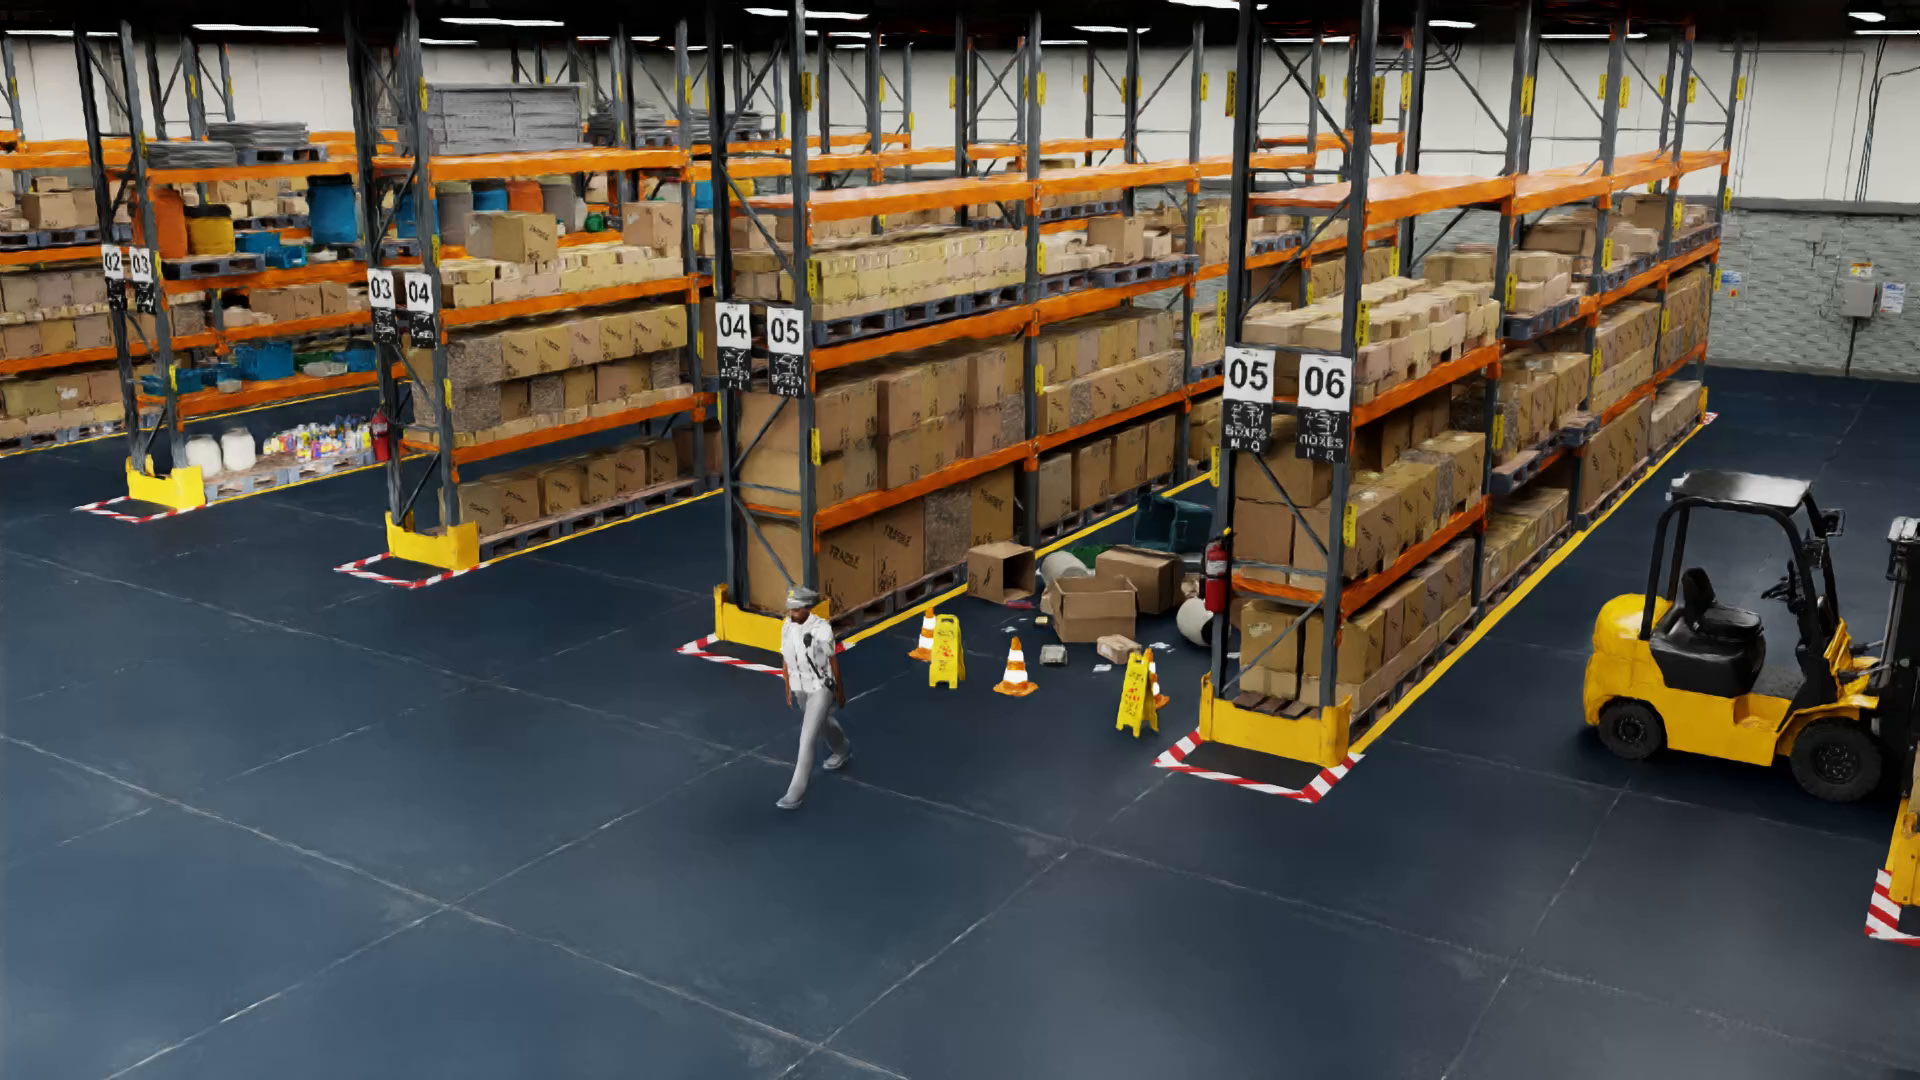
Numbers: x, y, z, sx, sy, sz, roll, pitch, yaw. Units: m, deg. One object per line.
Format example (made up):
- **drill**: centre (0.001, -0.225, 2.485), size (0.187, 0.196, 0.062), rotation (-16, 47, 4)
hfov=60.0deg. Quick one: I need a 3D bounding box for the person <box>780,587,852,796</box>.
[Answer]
- **person**: centre (-1.086, 1.041, 12.356), size (0.447, 1.539, 0.918), rotation (11, 19, 34)
